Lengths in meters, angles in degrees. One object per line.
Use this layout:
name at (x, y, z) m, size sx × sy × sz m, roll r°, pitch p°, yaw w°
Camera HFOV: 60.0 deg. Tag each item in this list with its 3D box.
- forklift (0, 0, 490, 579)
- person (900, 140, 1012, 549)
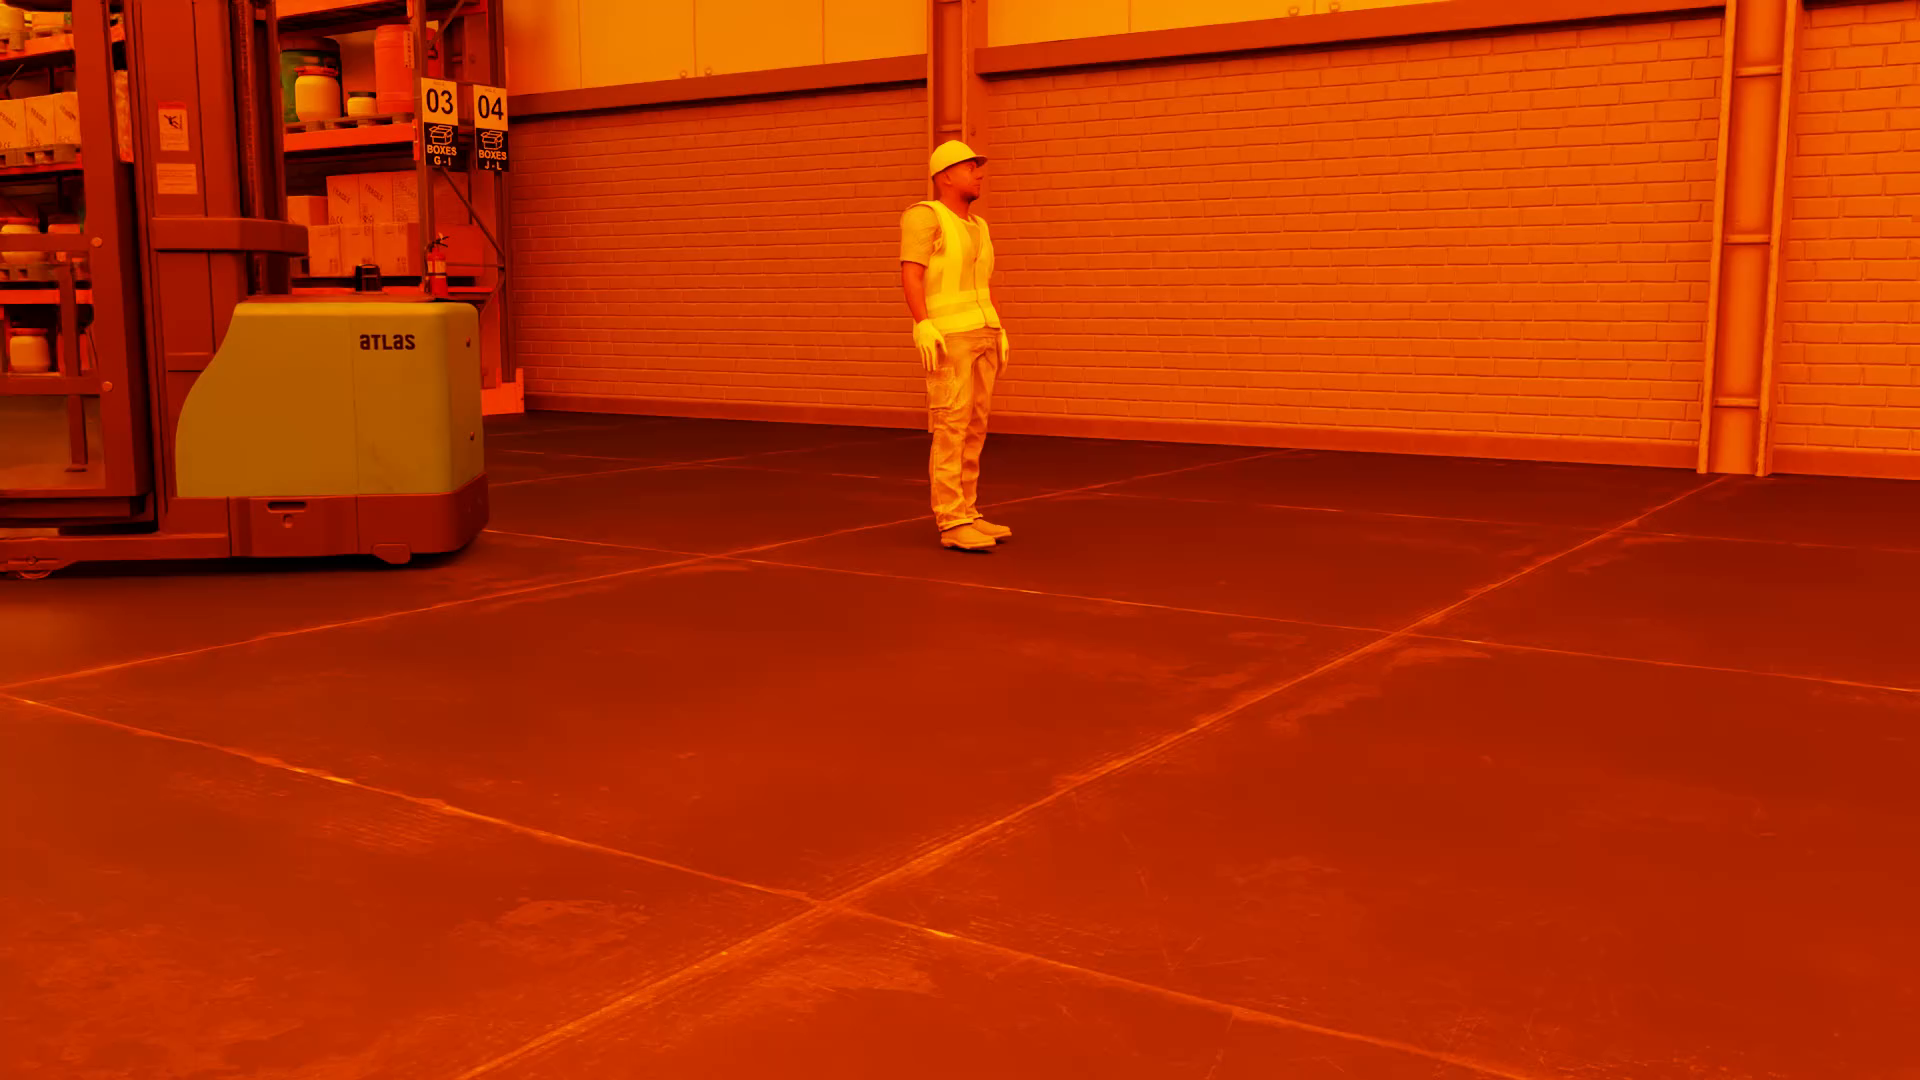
forklift at (-3.611, -1.373, 6.846) m, size 3.031 × 2.935 × 1.130 m, roll -1°, pitch 8°, yaw -8°
person at (0.056, -0.883, 7.431) m, size 0.574 × 1.784 × 0.656 m, roll 5°, pitch 10°, yaw 34°
